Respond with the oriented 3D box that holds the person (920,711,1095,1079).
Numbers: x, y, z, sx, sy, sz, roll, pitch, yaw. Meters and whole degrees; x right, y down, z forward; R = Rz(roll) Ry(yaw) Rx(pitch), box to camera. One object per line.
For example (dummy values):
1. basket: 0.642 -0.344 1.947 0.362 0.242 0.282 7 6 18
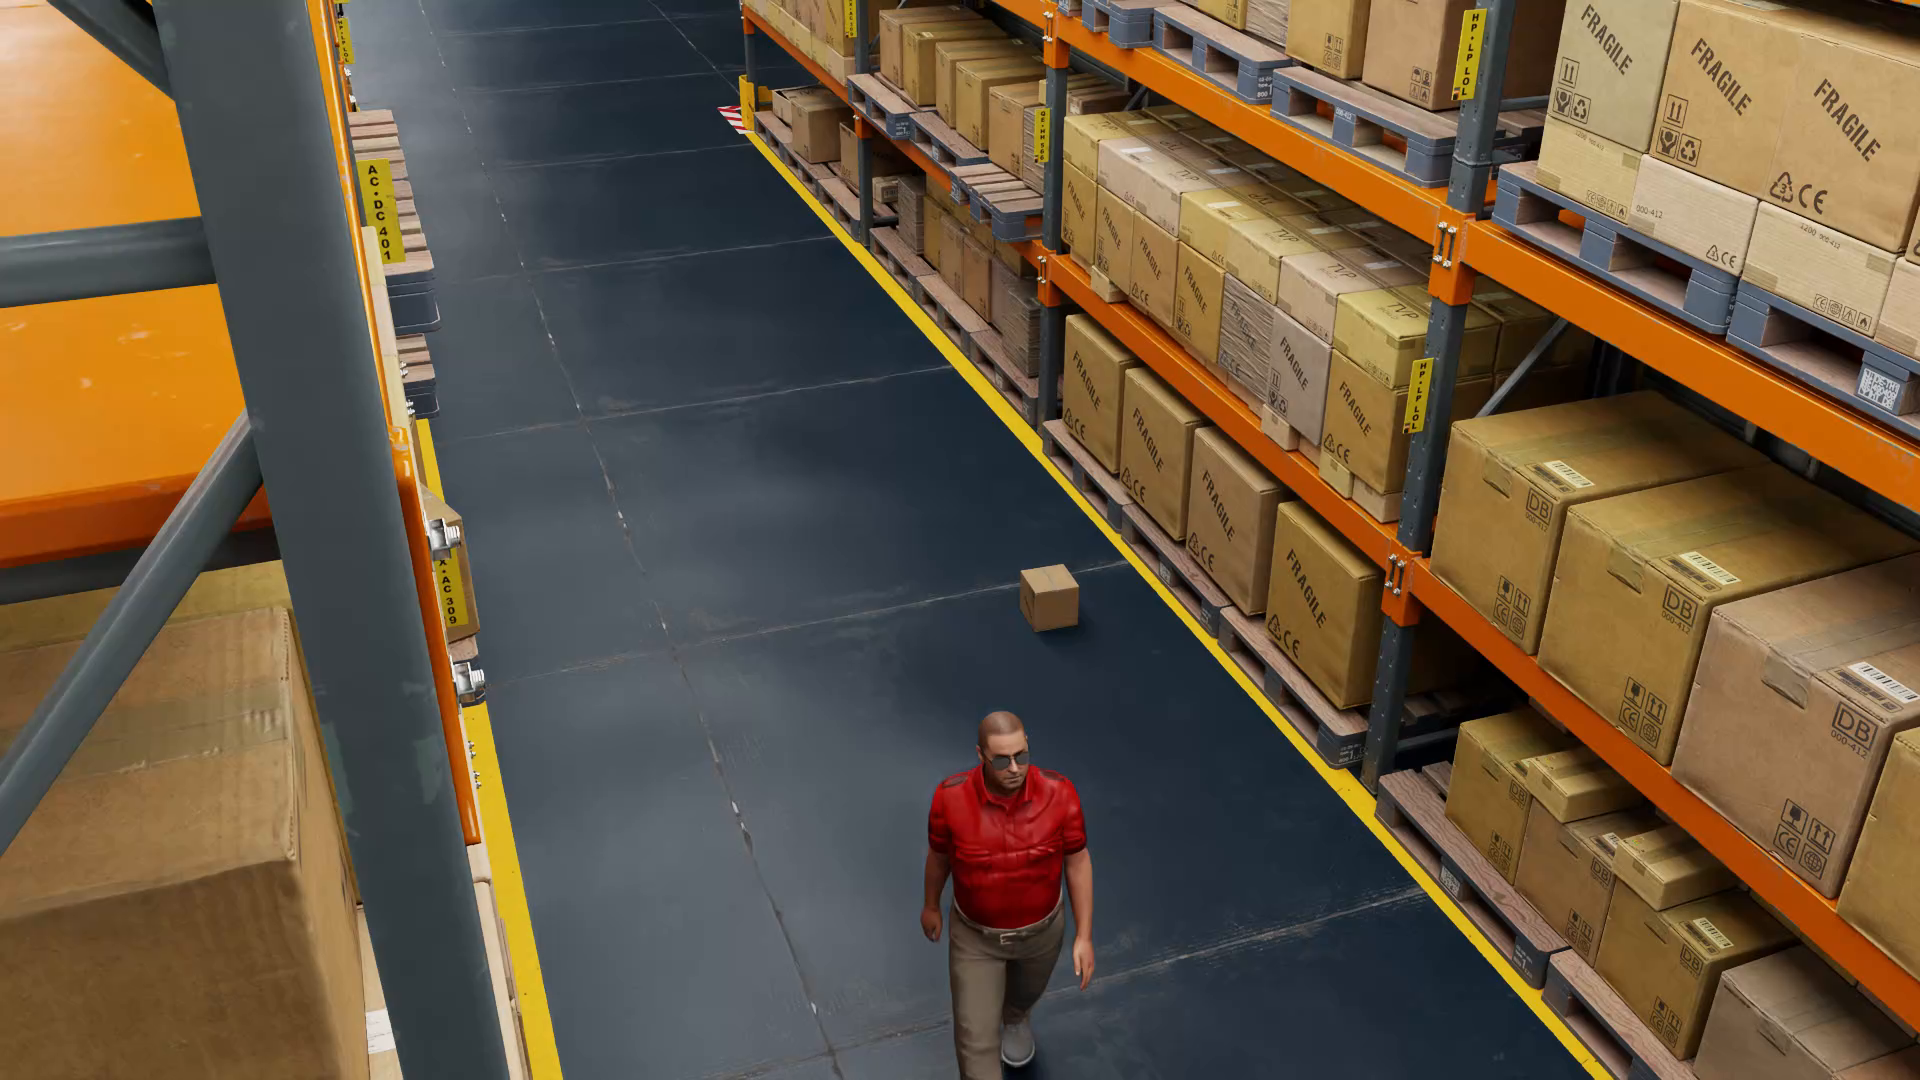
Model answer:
1. person: 0.177 1.376 5.713 0.576 1.667 0.983 -4 30 -6
